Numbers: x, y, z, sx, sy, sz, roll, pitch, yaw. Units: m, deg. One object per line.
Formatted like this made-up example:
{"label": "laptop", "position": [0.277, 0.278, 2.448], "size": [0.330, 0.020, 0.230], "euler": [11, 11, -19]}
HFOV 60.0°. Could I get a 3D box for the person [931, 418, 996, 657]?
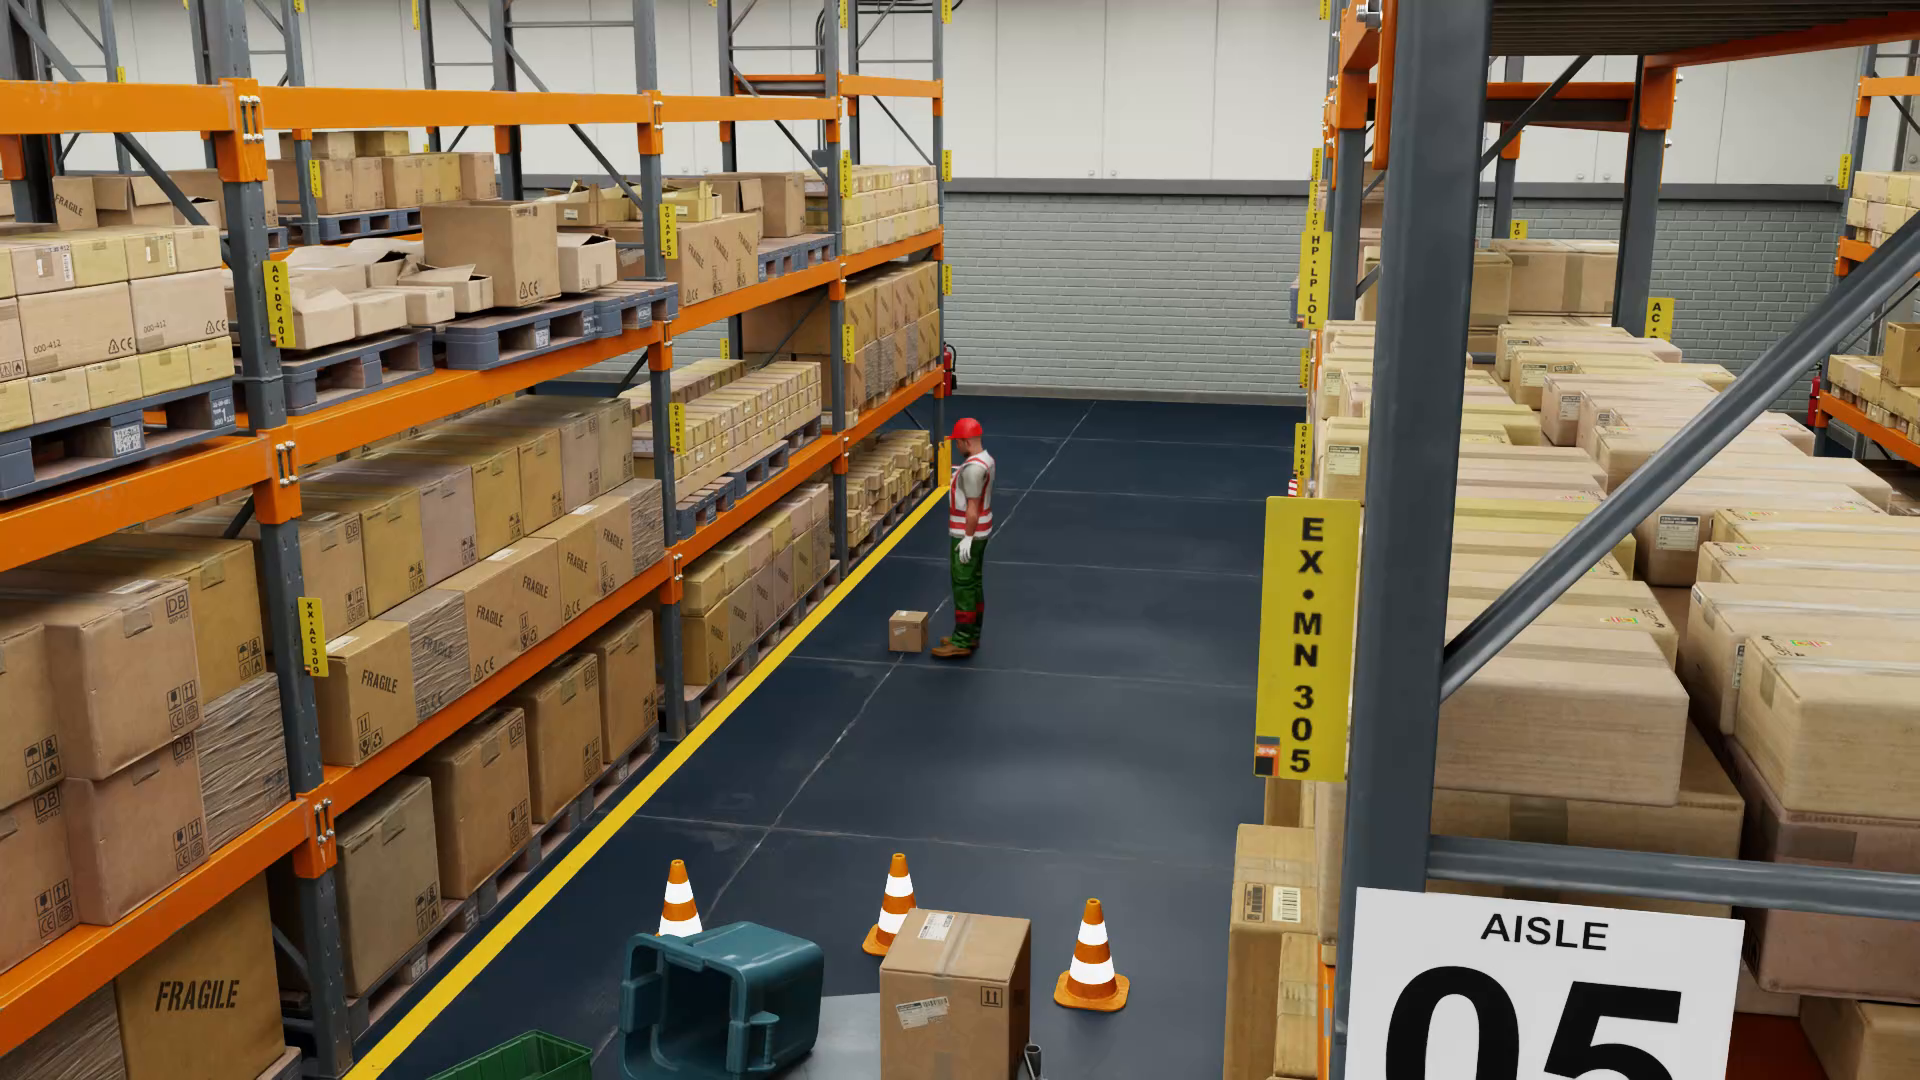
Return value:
{"label": "person", "position": [0.031, -0.033, 12.517], "size": [0.434, 1.791, 0.556], "euler": [3, 15, 12]}
